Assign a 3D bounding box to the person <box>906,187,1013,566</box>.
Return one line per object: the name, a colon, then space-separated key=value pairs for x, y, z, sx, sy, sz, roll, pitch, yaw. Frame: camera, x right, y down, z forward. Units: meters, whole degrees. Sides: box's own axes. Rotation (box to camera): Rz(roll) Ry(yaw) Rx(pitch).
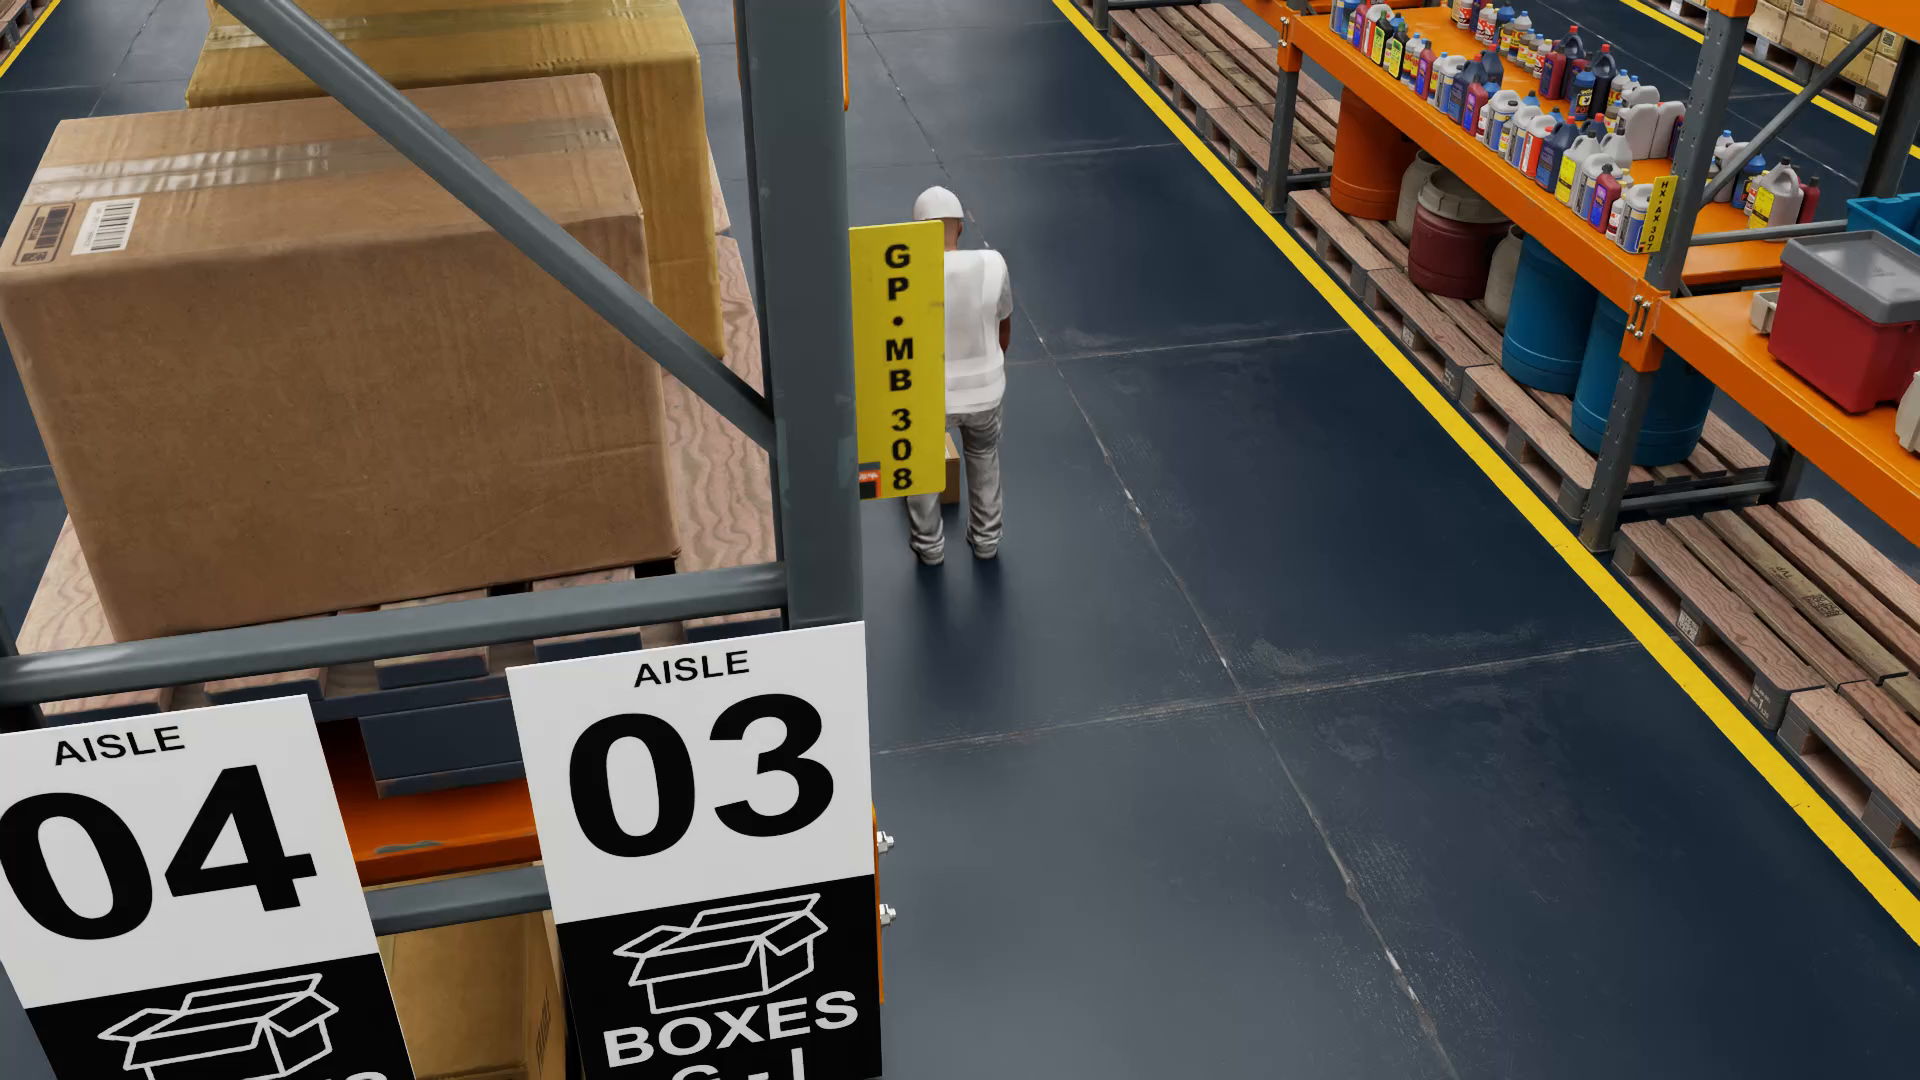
person: x=-0.065 y=-0.674 z=7.204 sx=0.584 sy=1.695 sz=0.517 roll=-6 pitch=35 yaw=-9
